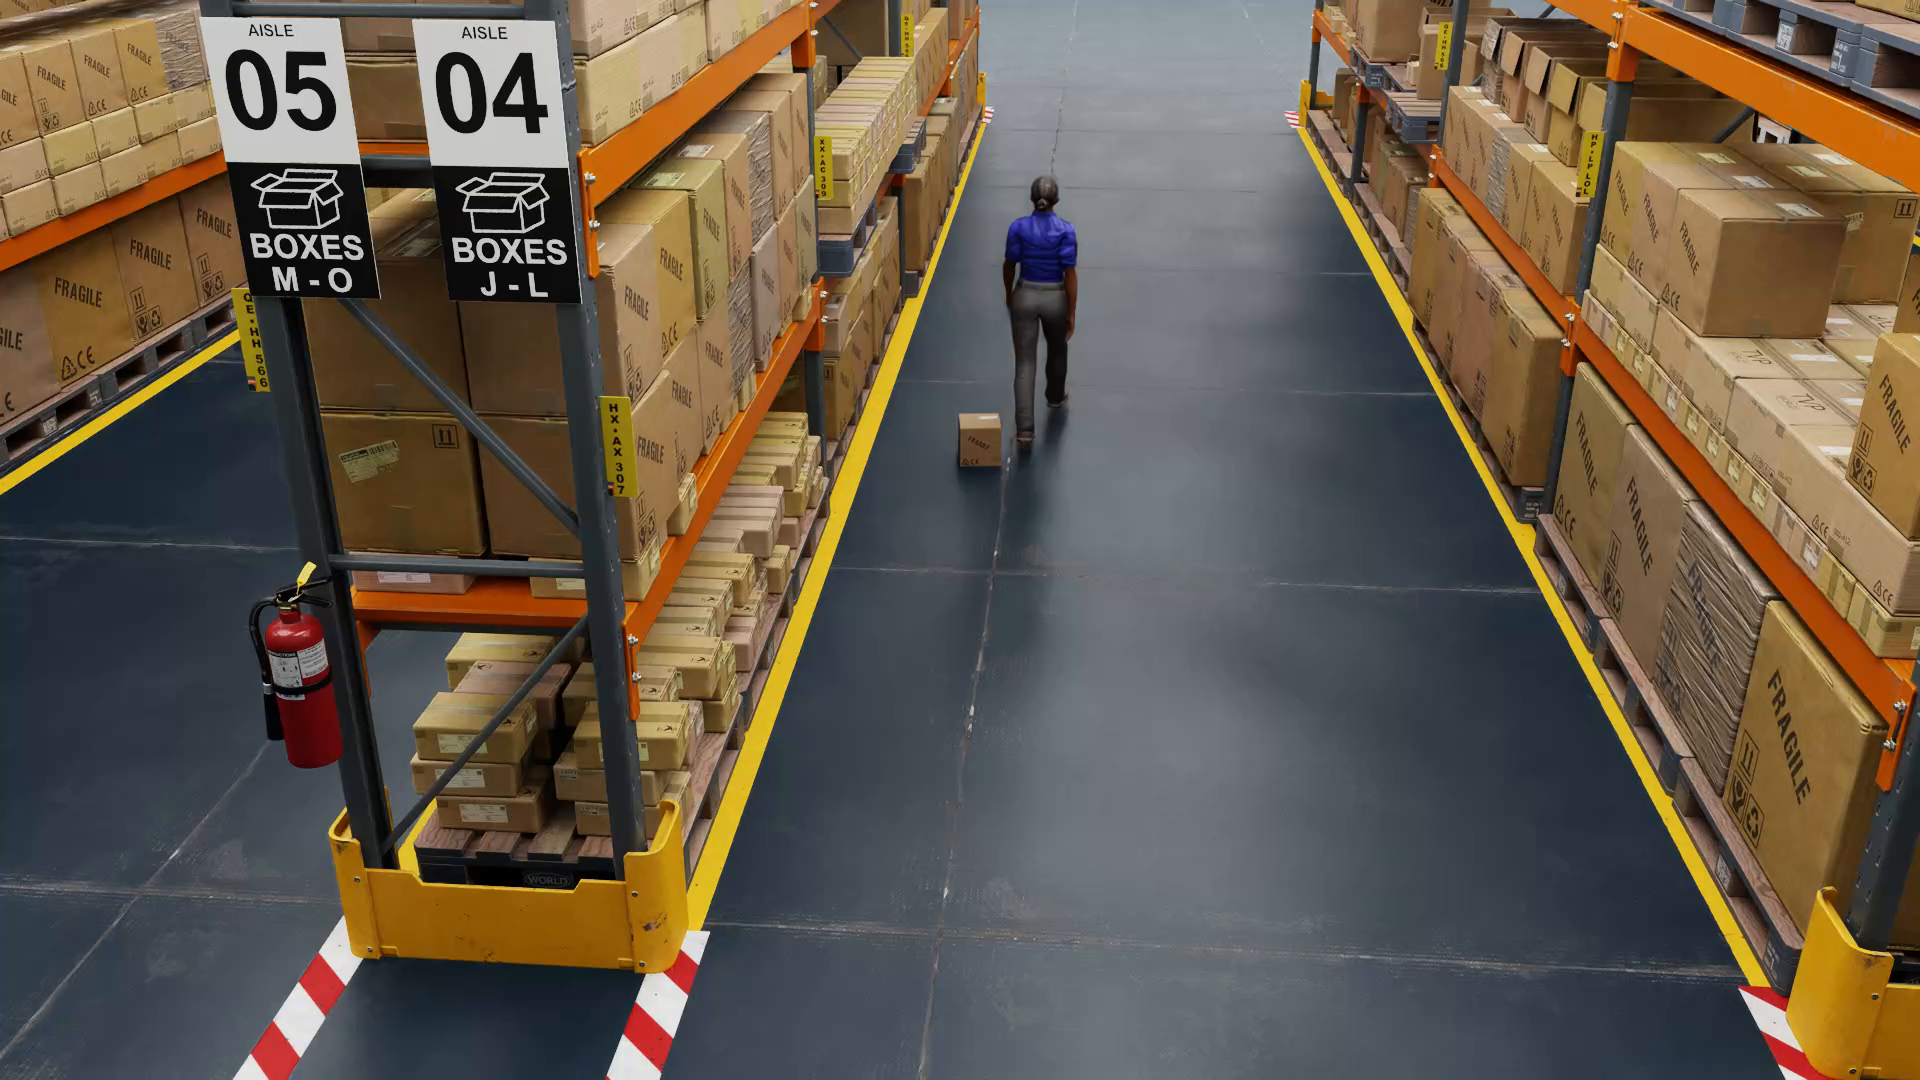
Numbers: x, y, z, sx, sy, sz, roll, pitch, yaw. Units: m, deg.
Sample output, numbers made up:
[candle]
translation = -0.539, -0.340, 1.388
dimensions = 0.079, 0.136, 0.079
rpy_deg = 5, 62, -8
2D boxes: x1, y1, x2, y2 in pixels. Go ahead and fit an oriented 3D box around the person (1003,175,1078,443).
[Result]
[person]
translation = 0.501, -1.489, 10.320
dimensions = 0.452, 1.590, 1.008
rpy_deg = 2, 25, 4
